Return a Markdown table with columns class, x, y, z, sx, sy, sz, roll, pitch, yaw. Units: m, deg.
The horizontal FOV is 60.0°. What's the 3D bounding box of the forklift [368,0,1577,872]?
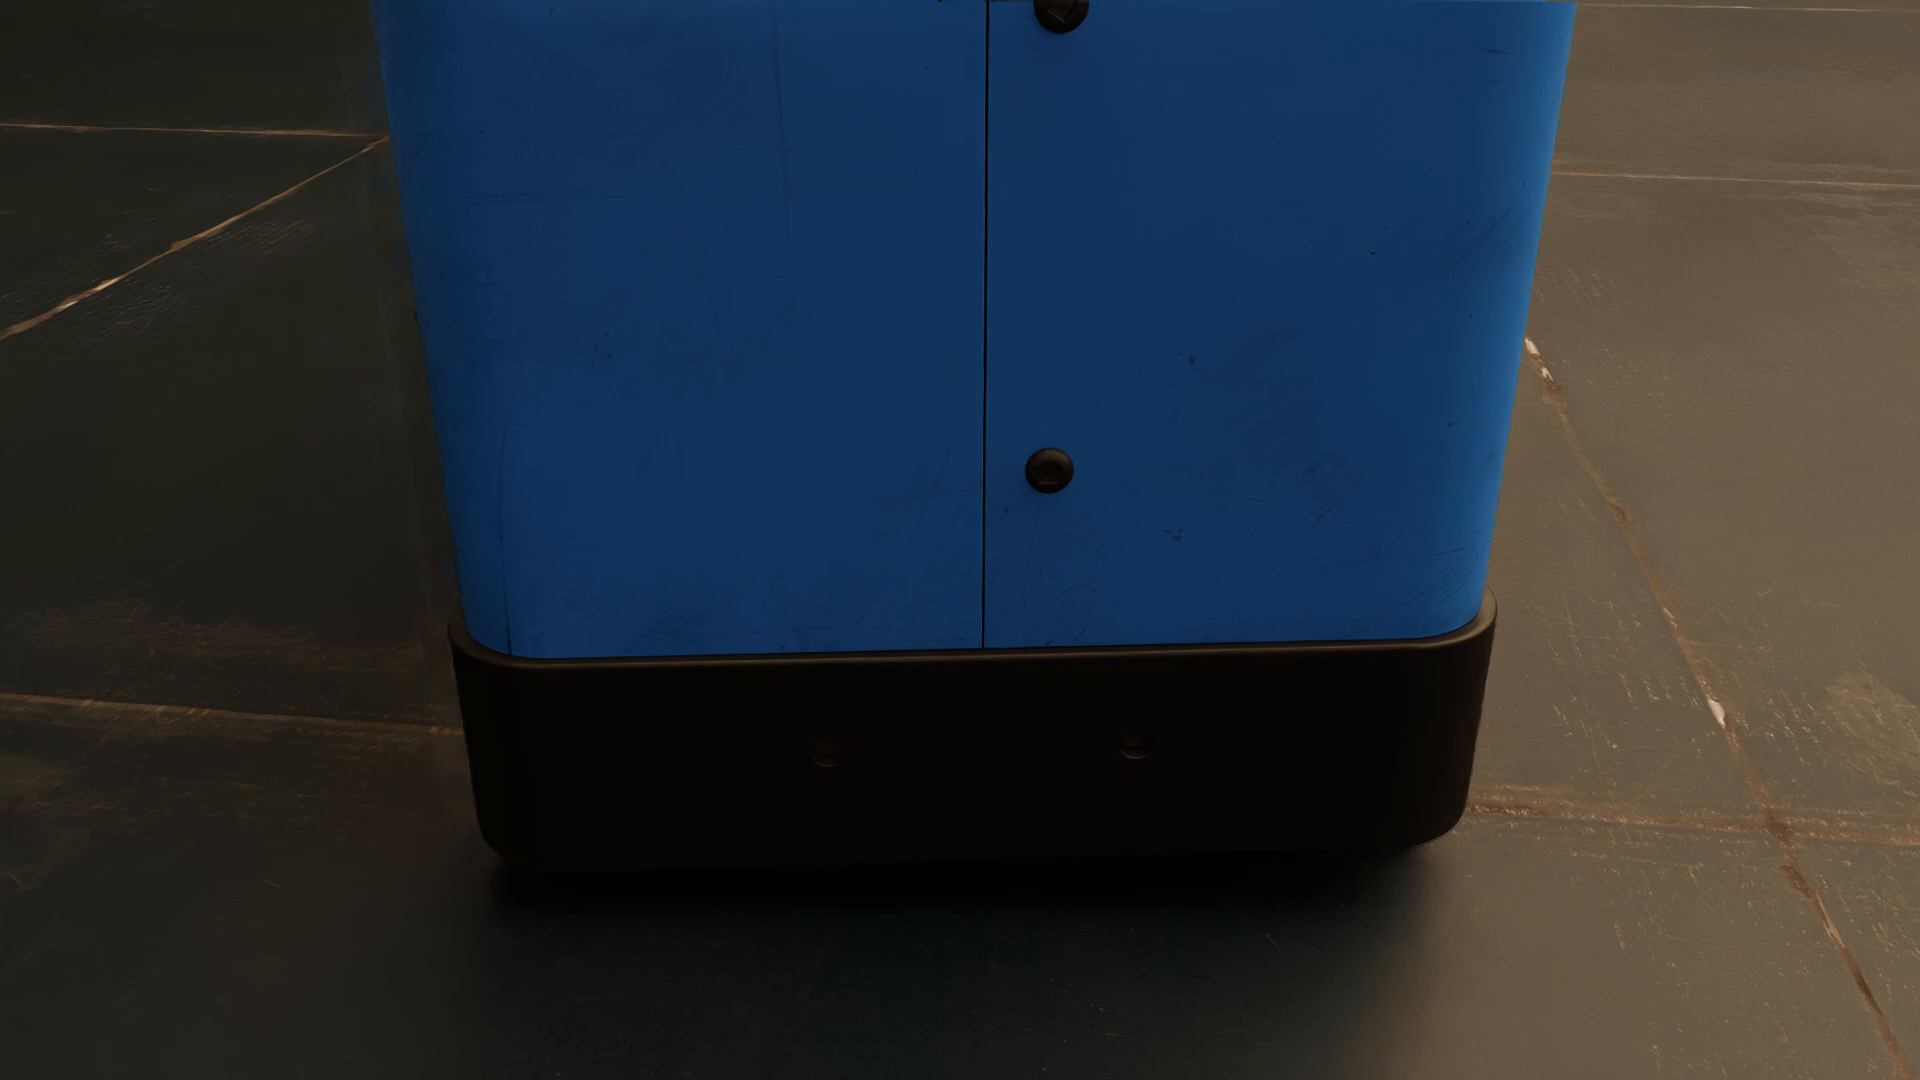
| class | x | y | z | sx | sy | sz | roll | pitch | yaw |
| --- | --- | --- | --- | --- | --- | --- | --- | --- | --- |
| forklift | -0.046 | -1.597 | 2.418 | 1.130 | 2.935 | 3.031 | -1 | 27 | -2 |
